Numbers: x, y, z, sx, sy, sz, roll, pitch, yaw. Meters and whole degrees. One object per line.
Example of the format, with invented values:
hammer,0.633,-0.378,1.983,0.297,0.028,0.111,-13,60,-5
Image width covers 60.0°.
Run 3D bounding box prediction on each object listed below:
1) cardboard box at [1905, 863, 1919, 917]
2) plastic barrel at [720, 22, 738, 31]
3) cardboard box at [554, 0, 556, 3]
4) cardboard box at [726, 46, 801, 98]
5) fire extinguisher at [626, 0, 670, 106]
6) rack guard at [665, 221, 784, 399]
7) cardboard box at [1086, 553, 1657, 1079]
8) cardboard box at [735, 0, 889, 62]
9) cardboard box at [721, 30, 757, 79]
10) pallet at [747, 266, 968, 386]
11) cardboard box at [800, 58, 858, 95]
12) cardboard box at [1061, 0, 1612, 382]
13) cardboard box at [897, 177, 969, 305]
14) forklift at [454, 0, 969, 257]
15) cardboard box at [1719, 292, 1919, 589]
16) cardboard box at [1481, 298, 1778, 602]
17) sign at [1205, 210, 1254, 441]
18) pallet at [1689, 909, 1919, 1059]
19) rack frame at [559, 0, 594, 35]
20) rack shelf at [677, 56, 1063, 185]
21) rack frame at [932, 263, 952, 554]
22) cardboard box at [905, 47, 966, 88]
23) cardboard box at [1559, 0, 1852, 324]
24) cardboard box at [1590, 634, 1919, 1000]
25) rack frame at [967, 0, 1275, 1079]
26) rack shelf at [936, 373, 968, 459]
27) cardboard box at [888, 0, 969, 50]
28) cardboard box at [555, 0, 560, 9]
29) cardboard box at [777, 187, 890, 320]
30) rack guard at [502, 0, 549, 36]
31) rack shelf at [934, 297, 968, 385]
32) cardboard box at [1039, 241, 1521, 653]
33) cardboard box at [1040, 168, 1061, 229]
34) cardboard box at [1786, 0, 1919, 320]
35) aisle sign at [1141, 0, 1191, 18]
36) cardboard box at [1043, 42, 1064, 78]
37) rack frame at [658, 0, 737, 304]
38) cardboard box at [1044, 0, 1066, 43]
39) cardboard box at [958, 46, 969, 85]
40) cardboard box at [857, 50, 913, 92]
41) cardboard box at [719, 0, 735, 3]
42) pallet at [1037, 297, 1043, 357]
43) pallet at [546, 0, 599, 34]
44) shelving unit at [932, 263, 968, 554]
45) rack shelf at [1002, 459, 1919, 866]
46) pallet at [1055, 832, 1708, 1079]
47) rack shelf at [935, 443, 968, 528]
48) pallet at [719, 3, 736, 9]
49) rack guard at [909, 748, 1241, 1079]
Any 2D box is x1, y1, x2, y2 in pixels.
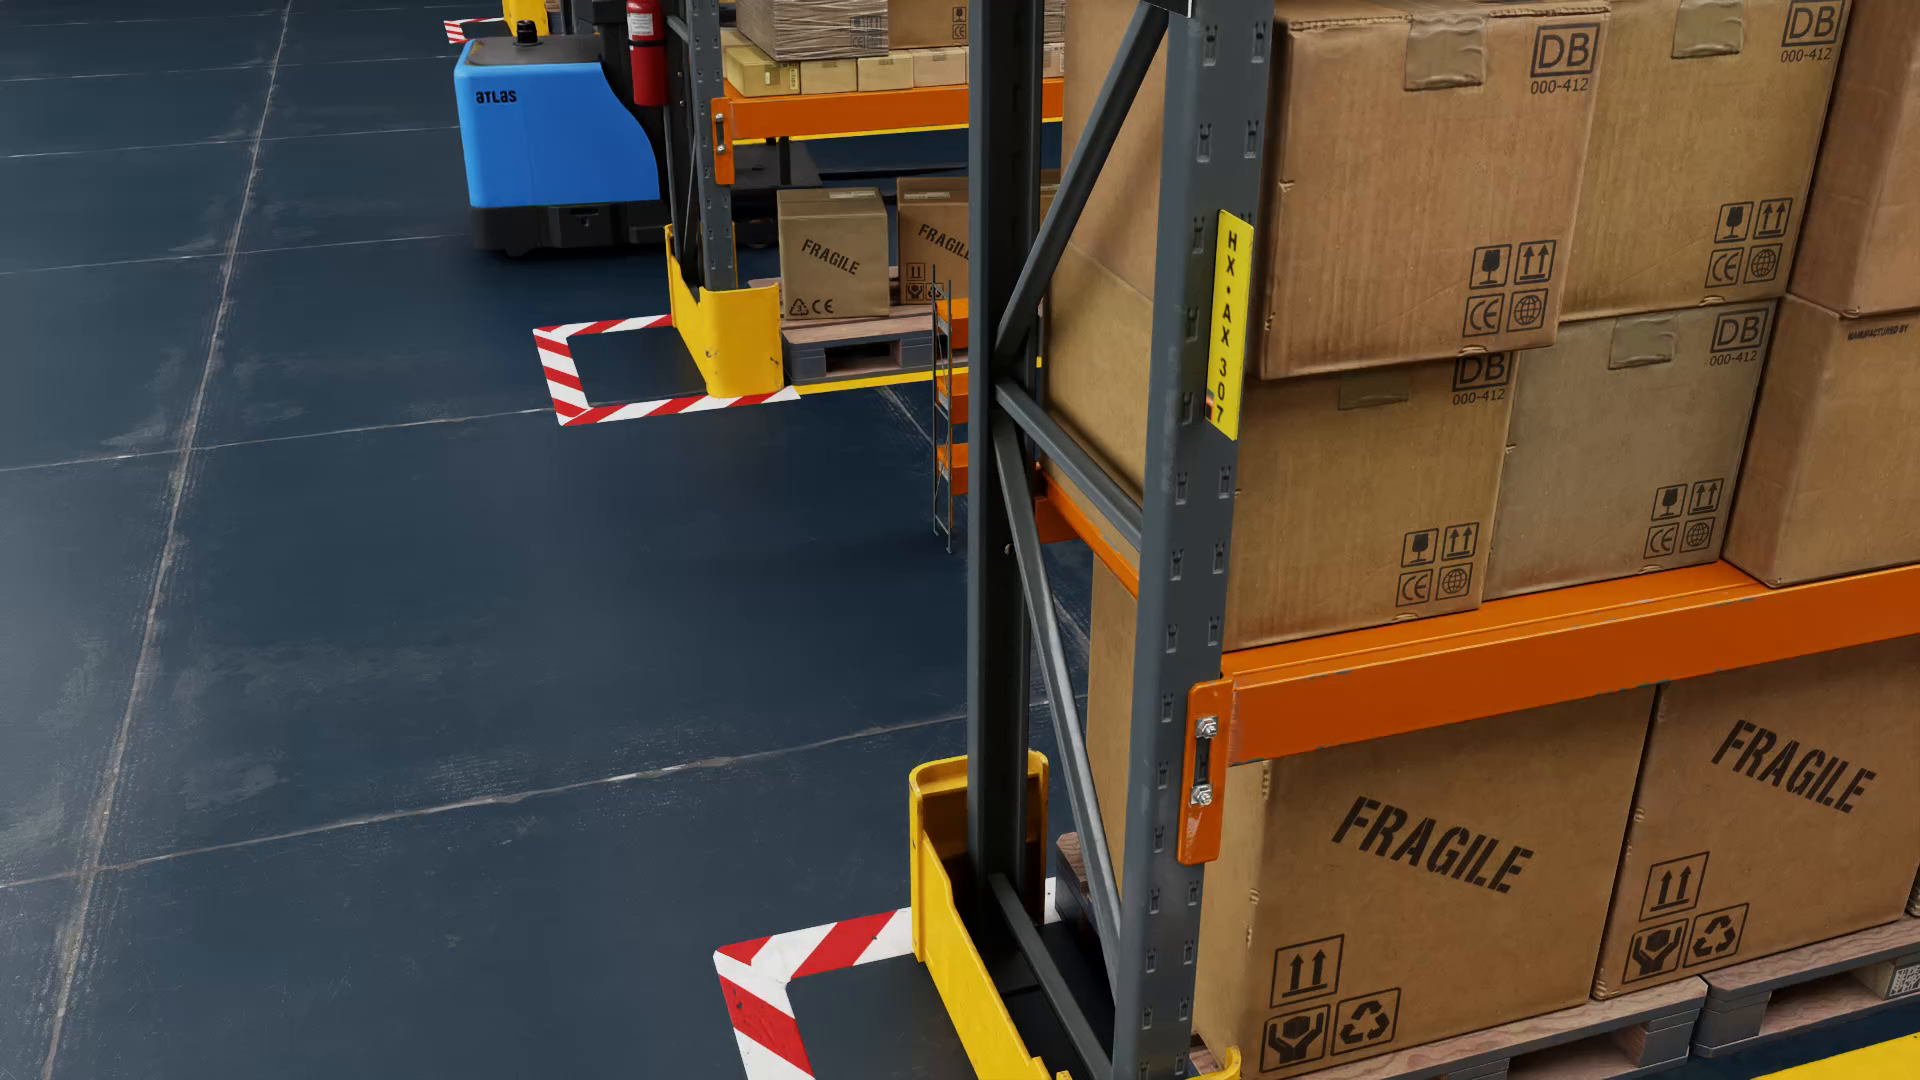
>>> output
cardboard box,2.556,0.269,4.251,0.875,0.875,0.875,-8,28,-16
plastic barrel,-1.666,-3.597,12.448,0.421,0.512,0.421,0,26,0
cardboard box,-3.857,-5.581,16.739,0.500,0.250,0.500,-8,28,-16
cardboard box,-0.867,-2.063,7.315,0.250,0.149,0.380,-8,28,-16
fire extinguisher,-1.463,-2.382,7.761,0.183,0.674,0.296,-8,28,-16
rack guard,-1.139,-1.128,7.960,0.348,0.500,1.175,-8,28,-16
cardboard box,0.853,0.516,3.754,0.875,0.875,0.875,-8,28,-16
cardboard box,-0.680,-2.479,7.424,0.500,0.500,0.875,-8,28,-16
cardboard box,-1.004,-2.251,7.694,0.250,0.149,0.380,-8,28,-16
pallet,-0.356,-1.096,8.219,1.213,0.211,1.003,-8,28,-16
cardboard box,-0.623,-2.089,7.368,0.250,0.149,0.380,-8,28,-16
cardboard box,0.593,-0.712,2.927,0.550,0.550,0.875,-8,28,-16
cardboard box,-0.055,-1.481,8.199,0.500,0.500,0.500,-1,26,-3
forklift,-1.352,-3.228,9.455,3.031,2.935,1.130,-5,27,-10
cardboard box,1.655,-0.372,3.458,0.550,0.550,0.875,-8,28,-16
cardboard box,1.083,-0.348,3.410,0.550,0.550,0.875,-8,28,-16
sign,0.395,-0.314,2.446,0.005,0.325,0.100,-8,28,-16
pallet,2.123,0.813,4.374,1.213,0.211,1.003,-8,28,-16
rack frame,-2.745,-4.331,11.601,0.127,3.000,1.000,-8,28,-16
rack shelf,0.690,-2.190,8.098,4.000,0.370,1.077,-8,28,-16
rack frame,-0.065,-0.461,5.998,0.008,1.050,0.200,-8,28,-16
cardboard box,-0.149,-2.161,7.511,0.250,0.149,0.380,-8,28,-16
cardboard box,1.088,-0.826,3.158,0.550,0.550,0.875,-8,28,-16
cardboard box,1.689,0.394,4.000,0.875,0.875,0.875,-9,28,-17
rack frame,0.228,-0.126,3.131,0.127,3.000,1.000,-8,28,-16
rack shelf,0.051,-0.468,6.036,0.240,0.259,0.215,-8,28,-16
cardboard box,-0.242,-2.599,7.665,0.500,0.500,0.875,-8,28,-16
cardboard box,-3.697,-5.362,16.298,0.500,0.250,0.500,-8,28,-16
cardboard box,-0.612,-1.385,8.004,0.500,0.500,0.500,-3,27,-7
rack guard,-4.298,-5.303,16.370,0.348,0.500,1.175,-8,28,-16
rack shelf,0.051,-0.722,5.910,0.240,0.259,0.215,-8,28,-16
cardboard box,0.567,-0.264,3.239,0.550,0.550,0.875,-8,28,-16
cardboard box,0.546,-1.560,8.357,0.500,0.500,0.500,-6,27,-11
cardboard box,1.662,-0.846,3.198,0.550,0.550,0.875,-8,28,-16
aisle sign,0.254,-1.154,2.277,0.004,0.787,0.394,-8,28,-16
cardboard box,0.320,-2.238,7.667,0.250,0.149,0.380,-8,28,-16
rack frame,-1.211,-2.237,7.383,0.127,3.000,1.000,-8,28,-16
cardboard box,0.247,-2.649,7.766,0.500,0.500,0.875,-8,28,-16
cardboard box,0.091,-2.192,7.575,0.250,0.149,0.380,-8,28,-16
cardboard box,-0.381,-2.117,7.424,0.250,0.149,0.380,-8,28,-16
cardboard box,-2.270,-5.568,16.713,0.500,0.250,0.500,-8,28,-16
pallet,0.802,-1.262,8.554,1.213,0.211,1.003,-8,28,-16
pallet,-3.561,-5.300,16.689,1.213,0.211,1.003,-8,28,-16
shelving unit,0.051,-0.478,6.031,0.252,1.050,0.215,-8,28,-16
rack shelf,2.130,-0.079,3.845,4.000,0.370,1.077,-8,28,-16
pallet,0.965,0.980,4.039,1.213,0.211,1.003,-8,28,-16
rack shelf,0.051,-0.219,6.160,0.240,0.259,0.215,-8,28,-16
pallet,-2.403,-5.467,17.024,1.213,0.211,1.003,-8,28,-16
rack guard,0.206,0.997,3.680,0.348,0.500,1.175,-8,28,-16
